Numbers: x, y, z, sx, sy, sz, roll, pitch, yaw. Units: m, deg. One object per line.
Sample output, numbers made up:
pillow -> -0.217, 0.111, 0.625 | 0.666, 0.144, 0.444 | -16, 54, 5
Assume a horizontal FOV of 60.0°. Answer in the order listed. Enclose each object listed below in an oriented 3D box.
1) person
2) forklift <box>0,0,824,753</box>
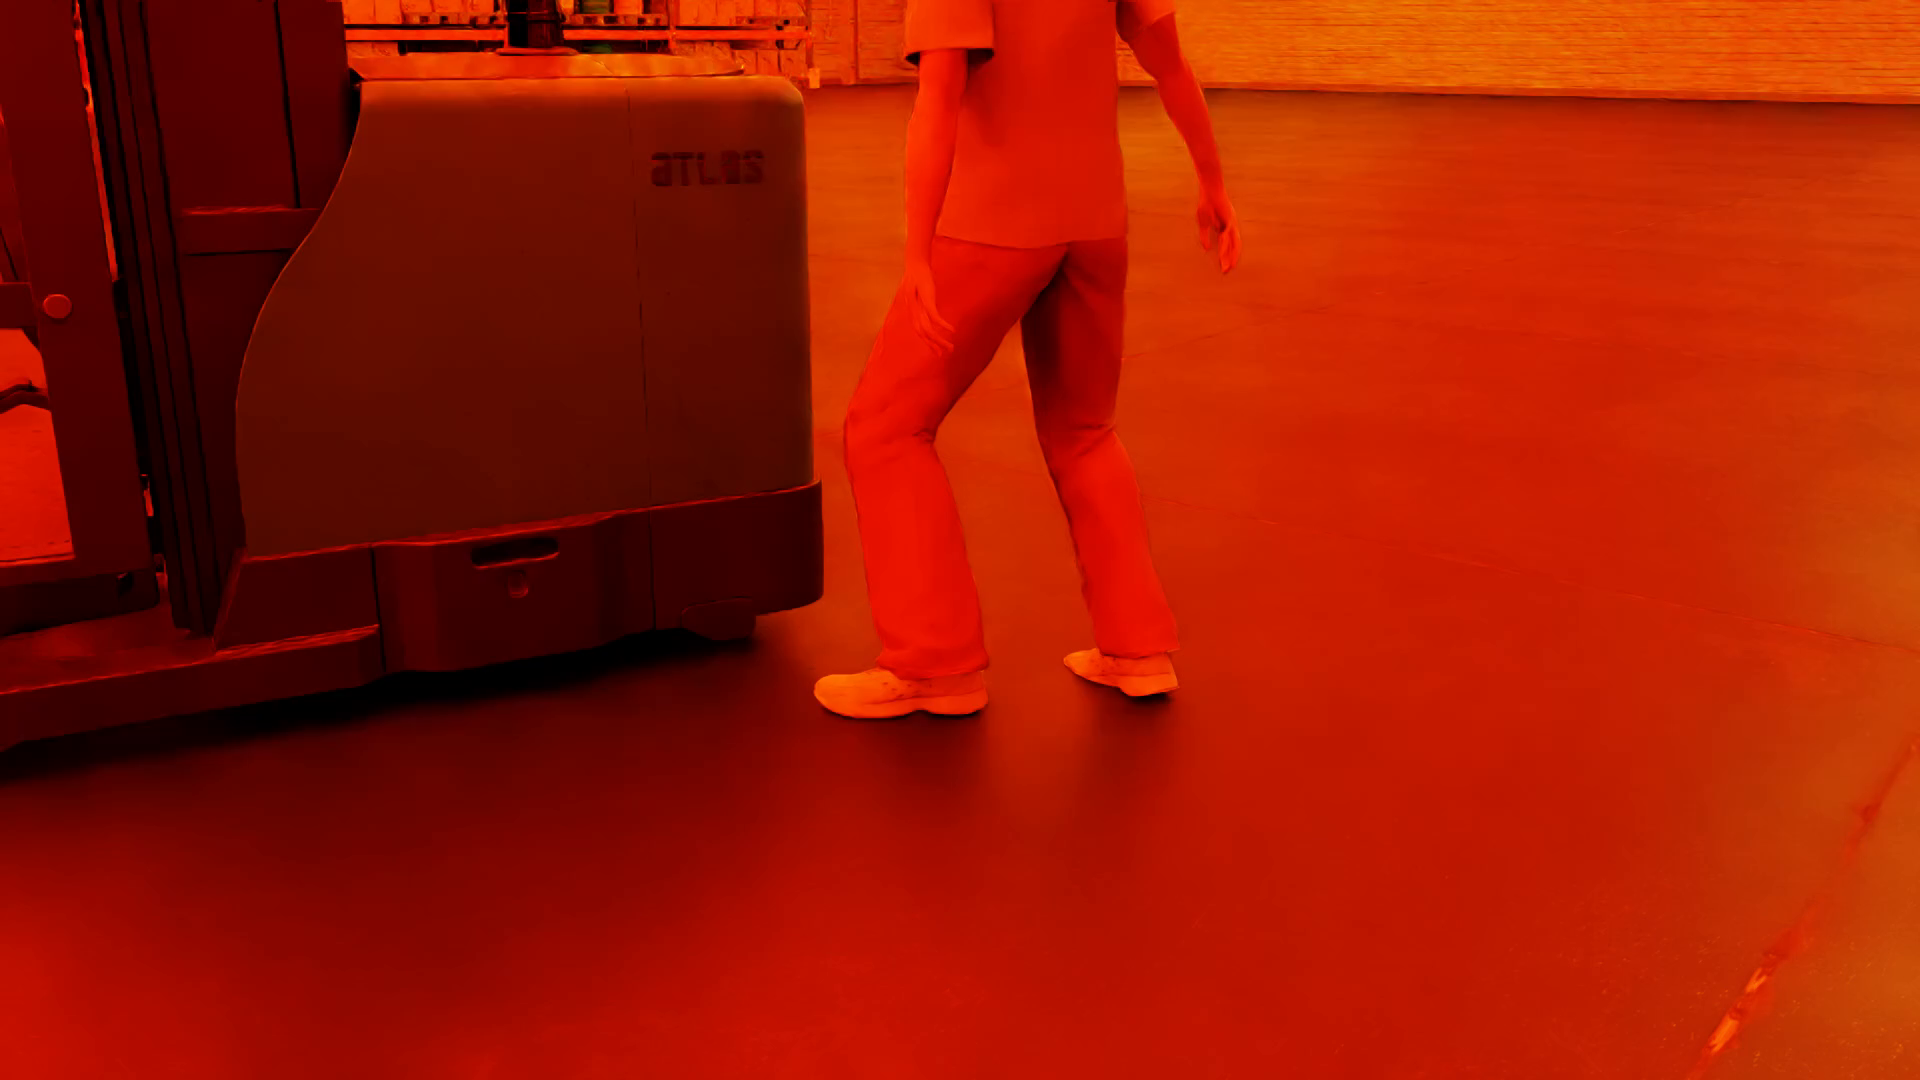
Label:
person -> 0.140, -0.490, 2.844 | 0.814, 1.648, 0.443 | -10, 20, -31
forklift -> -1.822, -1.145, 2.668 | 3.031, 2.935, 1.130 | -9, 19, -26
